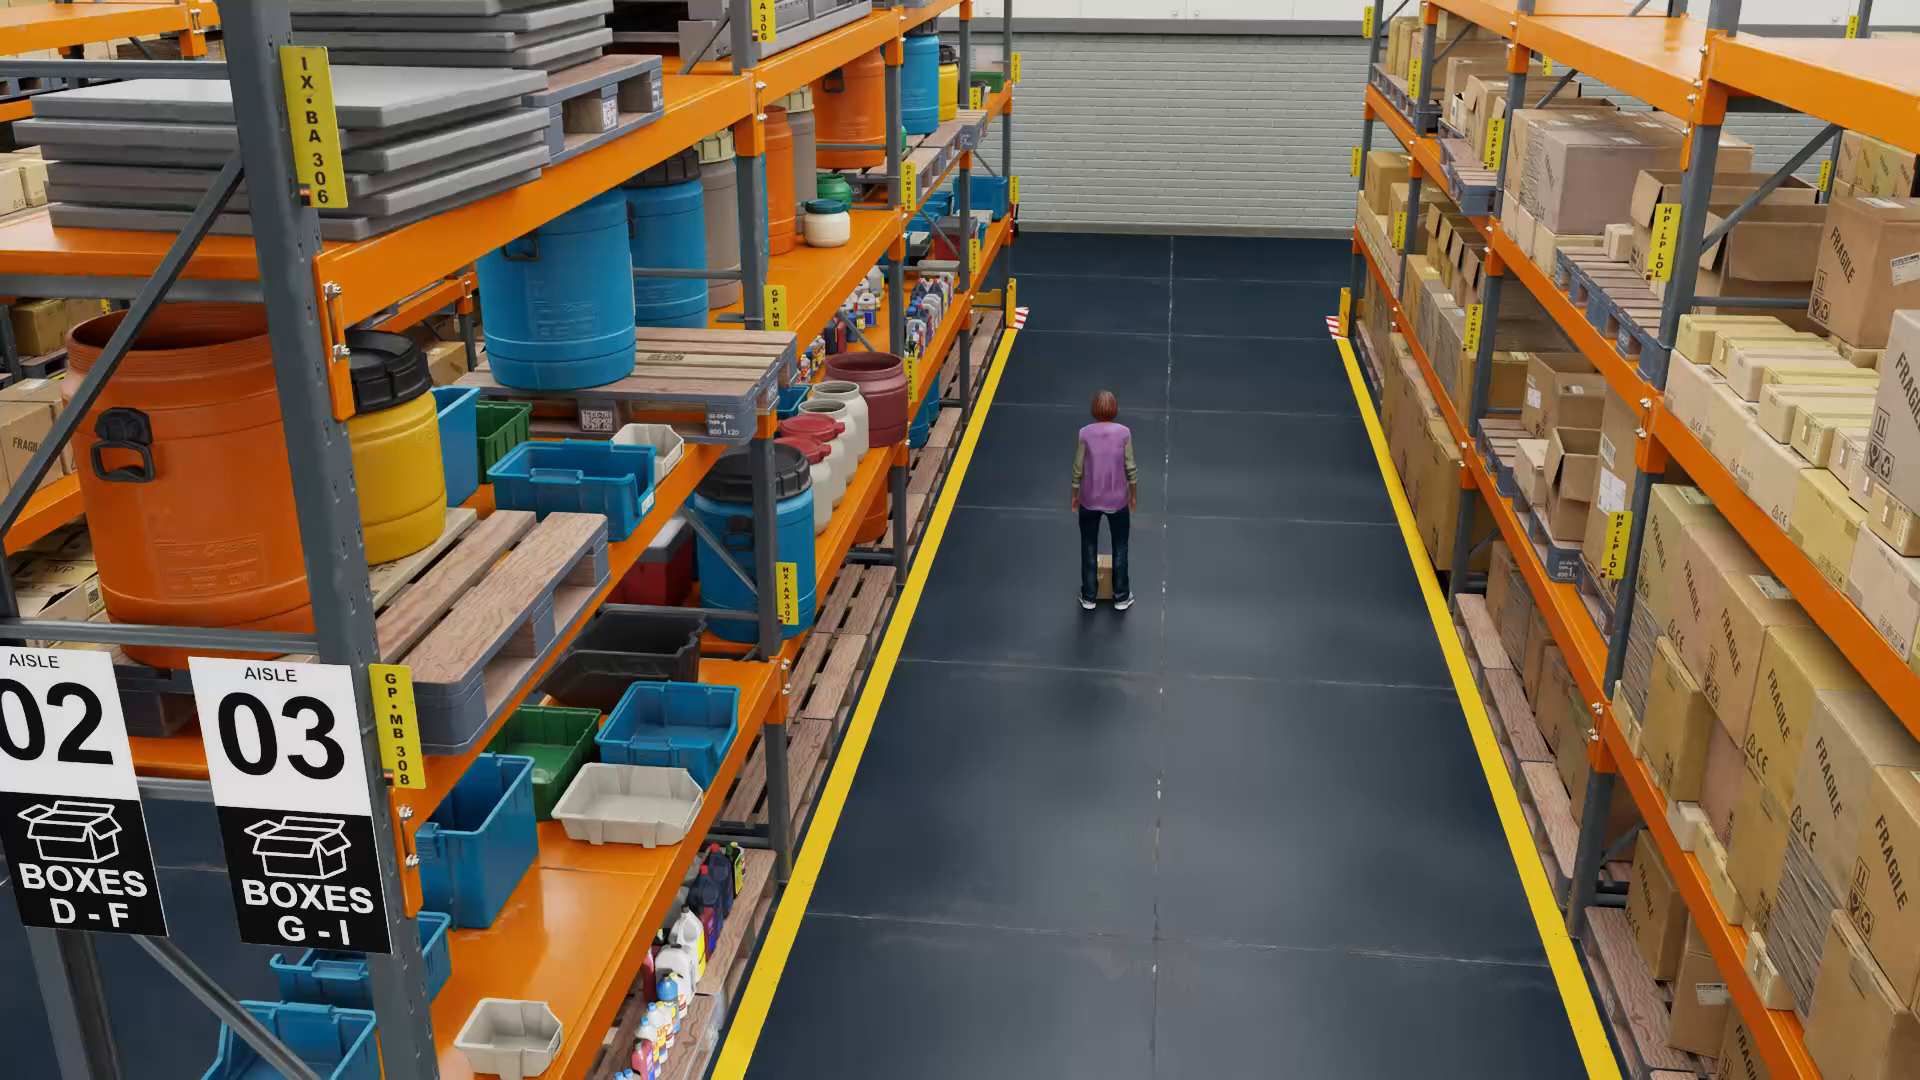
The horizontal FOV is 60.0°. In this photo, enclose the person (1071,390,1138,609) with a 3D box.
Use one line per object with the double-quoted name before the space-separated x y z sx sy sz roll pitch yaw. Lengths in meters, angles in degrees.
"person" 1.022 -0.269 11.783 0.480 1.593 0.344 2 22 4
